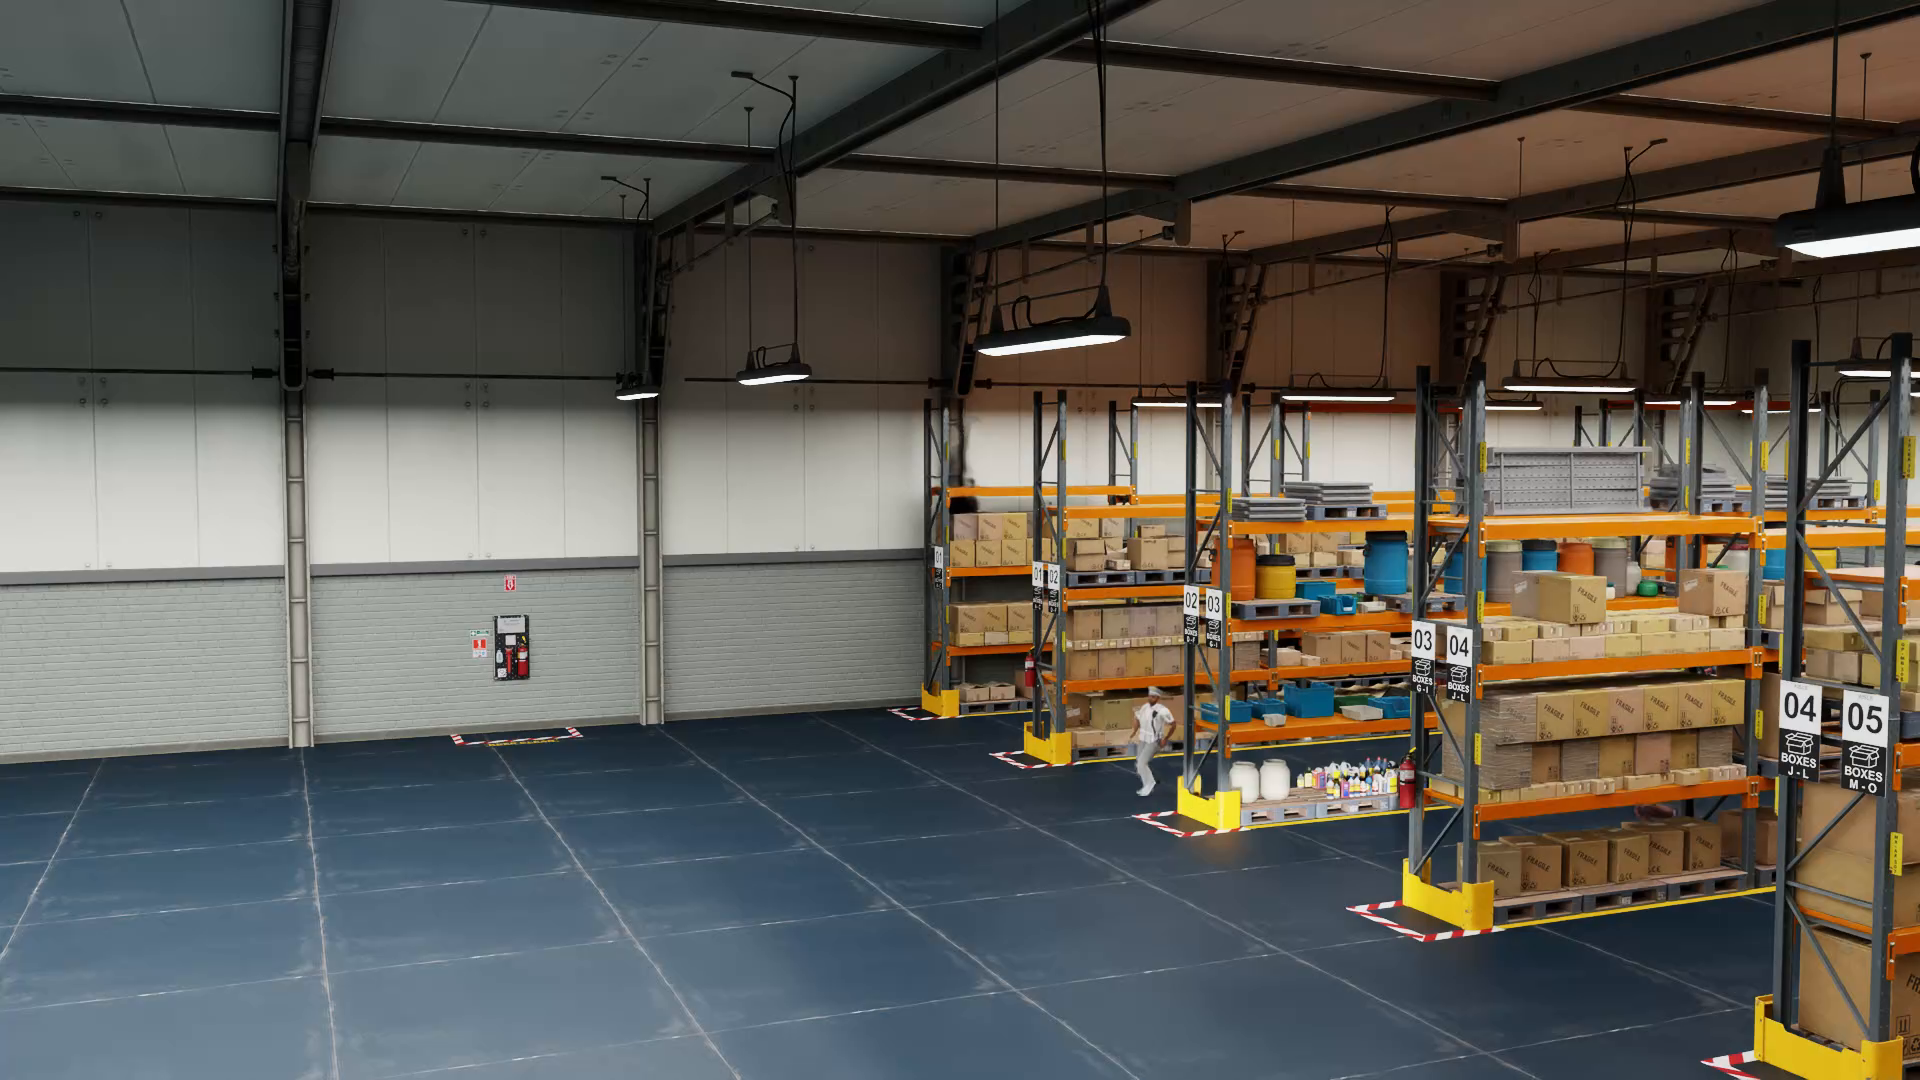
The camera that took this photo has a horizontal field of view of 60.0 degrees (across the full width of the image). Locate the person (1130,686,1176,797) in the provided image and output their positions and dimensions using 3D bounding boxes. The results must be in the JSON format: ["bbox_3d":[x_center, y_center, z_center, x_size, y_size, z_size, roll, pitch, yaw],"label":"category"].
[{"bbox_3d":[2.755,2.923,24.083,0.590,1.642,0.636,-3,4,-40],"label":"person"}]

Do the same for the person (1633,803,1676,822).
[{"bbox_3d":[8.961,3.219,21.498,0.566,1.380,0.582,-1,4,-21],"label":"person"}]
